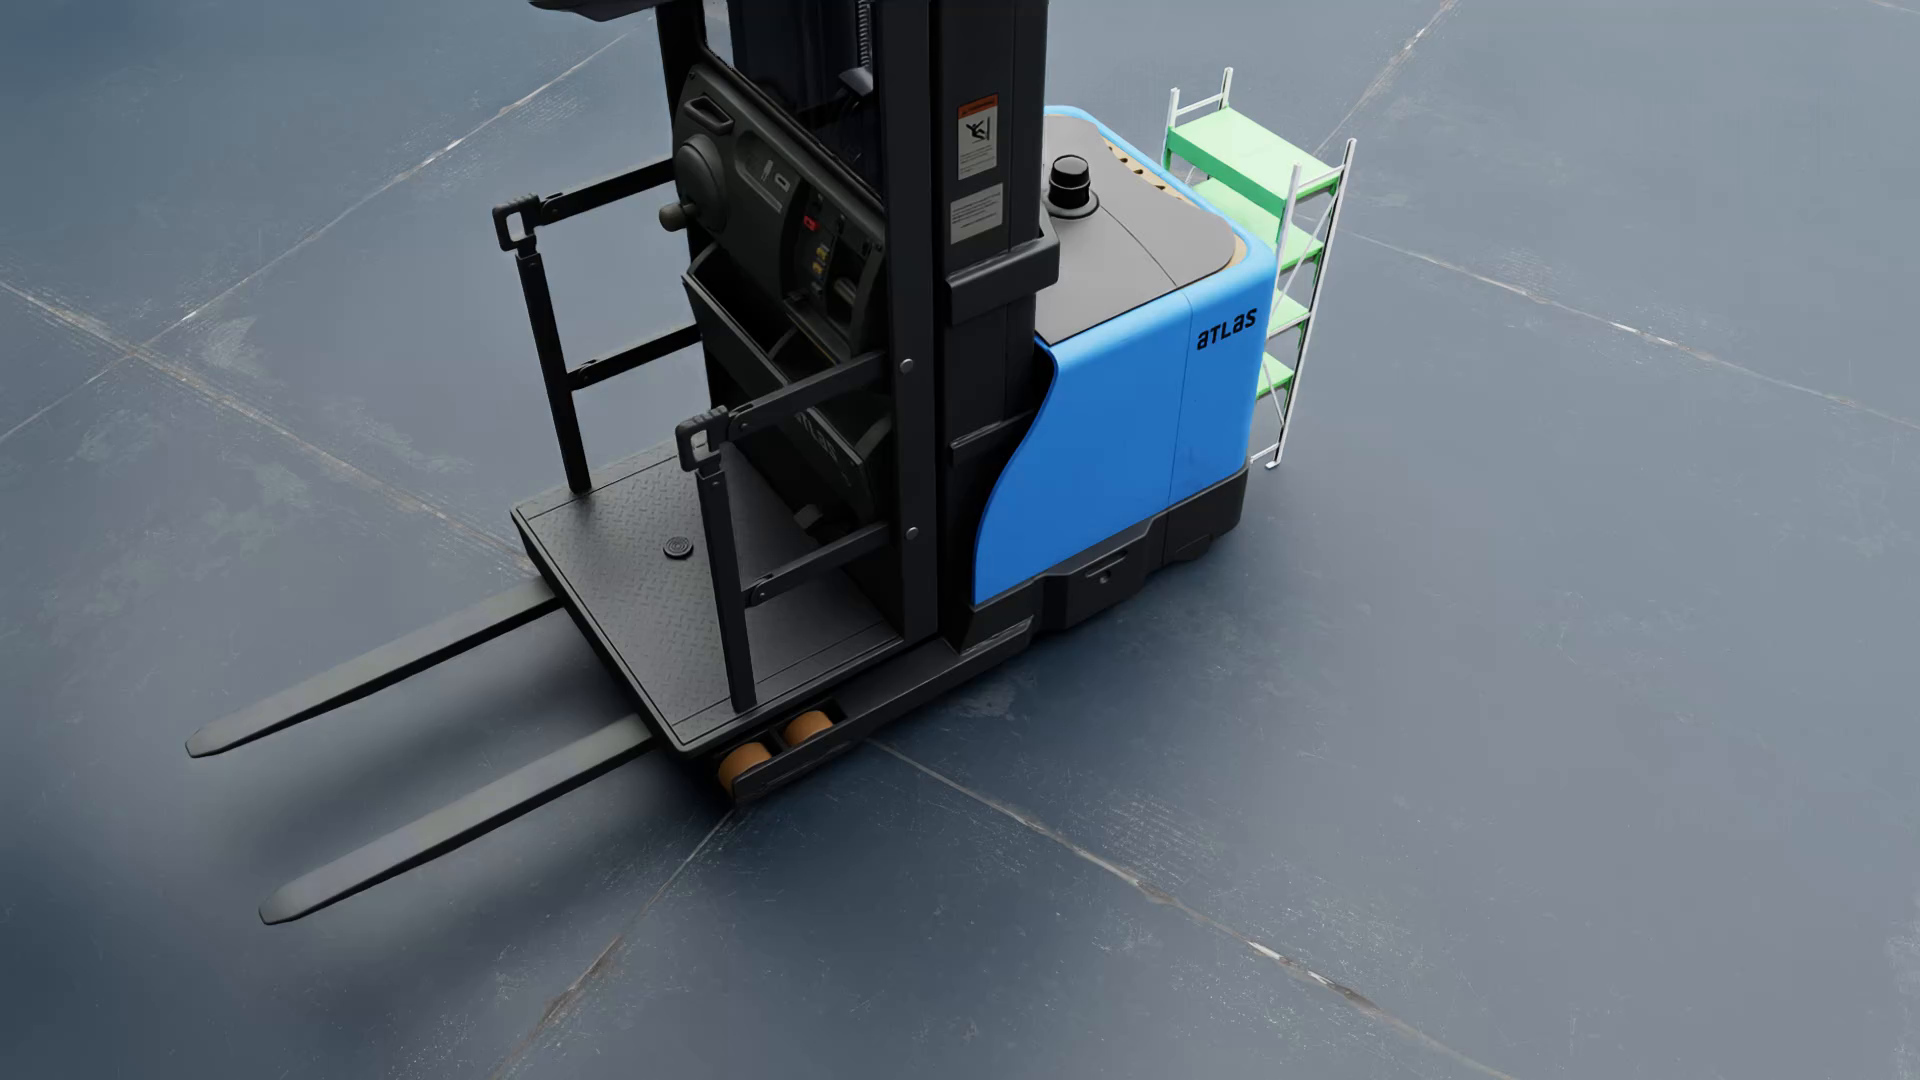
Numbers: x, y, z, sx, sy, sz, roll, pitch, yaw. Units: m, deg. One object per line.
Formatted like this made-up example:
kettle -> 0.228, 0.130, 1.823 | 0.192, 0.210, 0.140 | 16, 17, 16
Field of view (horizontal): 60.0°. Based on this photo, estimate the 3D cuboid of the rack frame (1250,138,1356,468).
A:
rack frame -> 0.987, -0.645, 5.030 | 0.240, 1.200, 0.015 | -27, 52, -28

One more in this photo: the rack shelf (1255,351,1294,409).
rack shelf -> 0.822, -0.563, 5.373 | 0.258, 0.148, 0.480 | -27, 52, -28

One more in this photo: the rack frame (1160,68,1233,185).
rack frame -> 0.685, -0.919, 5.296 | 0.240, 1.200, 0.015 | -27, 52, -28

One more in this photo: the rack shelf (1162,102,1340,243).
rack shelf -> 0.855, -1.082, 4.876 | 0.258, 0.148, 0.480 | -27, 52, -28

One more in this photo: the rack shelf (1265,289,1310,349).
rack shelf -> 0.833, -0.736, 5.207 | 0.258, 0.148, 0.480 | -27, 52, -28

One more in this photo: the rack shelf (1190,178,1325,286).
rack shelf -> 0.844, -0.909, 5.041 | 0.258, 0.148, 0.480 | -27, 52, -28

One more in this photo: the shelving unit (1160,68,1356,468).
shelving unit -> 0.836, -0.782, 5.163 | 0.258, 1.200, 0.503 | -27, 52, -28

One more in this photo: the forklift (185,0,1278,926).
forklift -> -0.621, -0.741, 3.926 | 3.031, 2.935, 1.130 | -26, 51, -23
